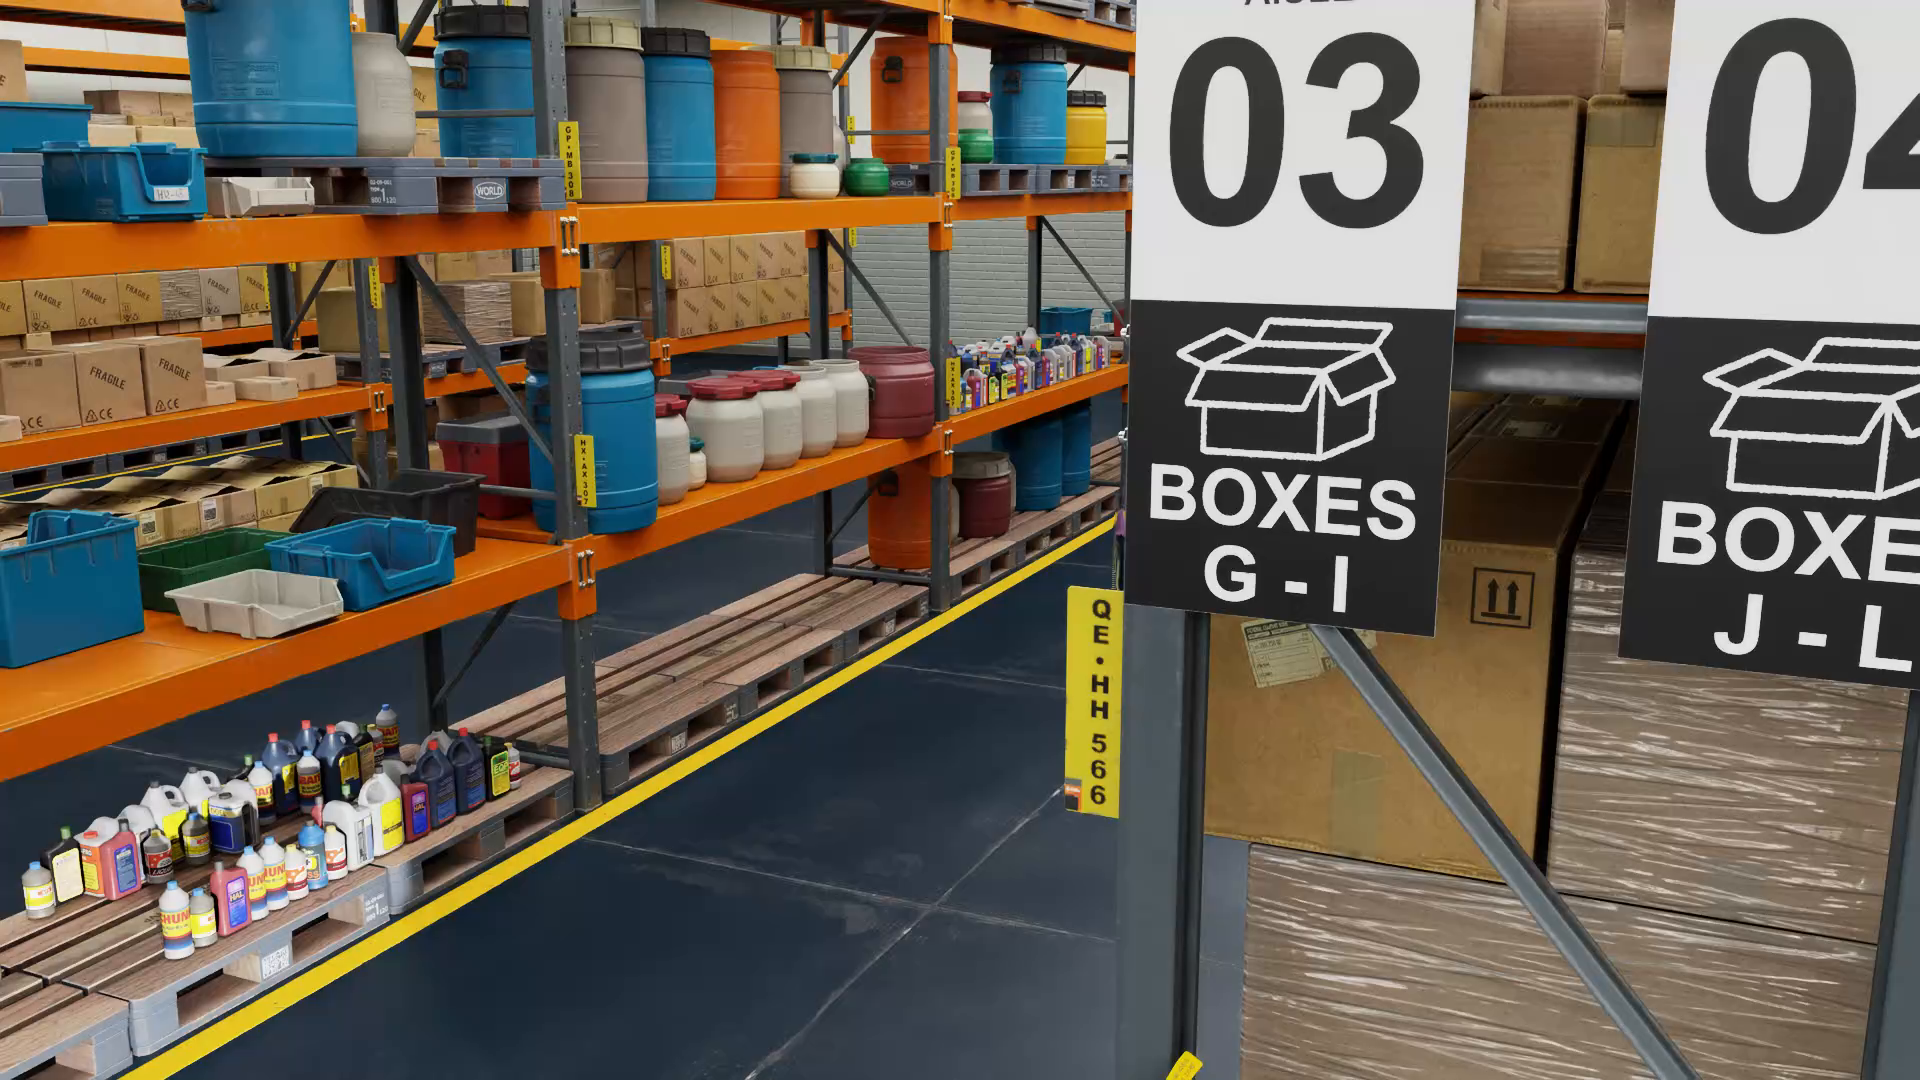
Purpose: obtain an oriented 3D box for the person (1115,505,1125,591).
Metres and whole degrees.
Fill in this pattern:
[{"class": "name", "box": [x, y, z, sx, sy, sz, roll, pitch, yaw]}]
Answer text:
[{"class": "person", "box": [1.247, 0.155, 10.746, 0.406, 0.969, 0.870, 5, 13, 21]}]
